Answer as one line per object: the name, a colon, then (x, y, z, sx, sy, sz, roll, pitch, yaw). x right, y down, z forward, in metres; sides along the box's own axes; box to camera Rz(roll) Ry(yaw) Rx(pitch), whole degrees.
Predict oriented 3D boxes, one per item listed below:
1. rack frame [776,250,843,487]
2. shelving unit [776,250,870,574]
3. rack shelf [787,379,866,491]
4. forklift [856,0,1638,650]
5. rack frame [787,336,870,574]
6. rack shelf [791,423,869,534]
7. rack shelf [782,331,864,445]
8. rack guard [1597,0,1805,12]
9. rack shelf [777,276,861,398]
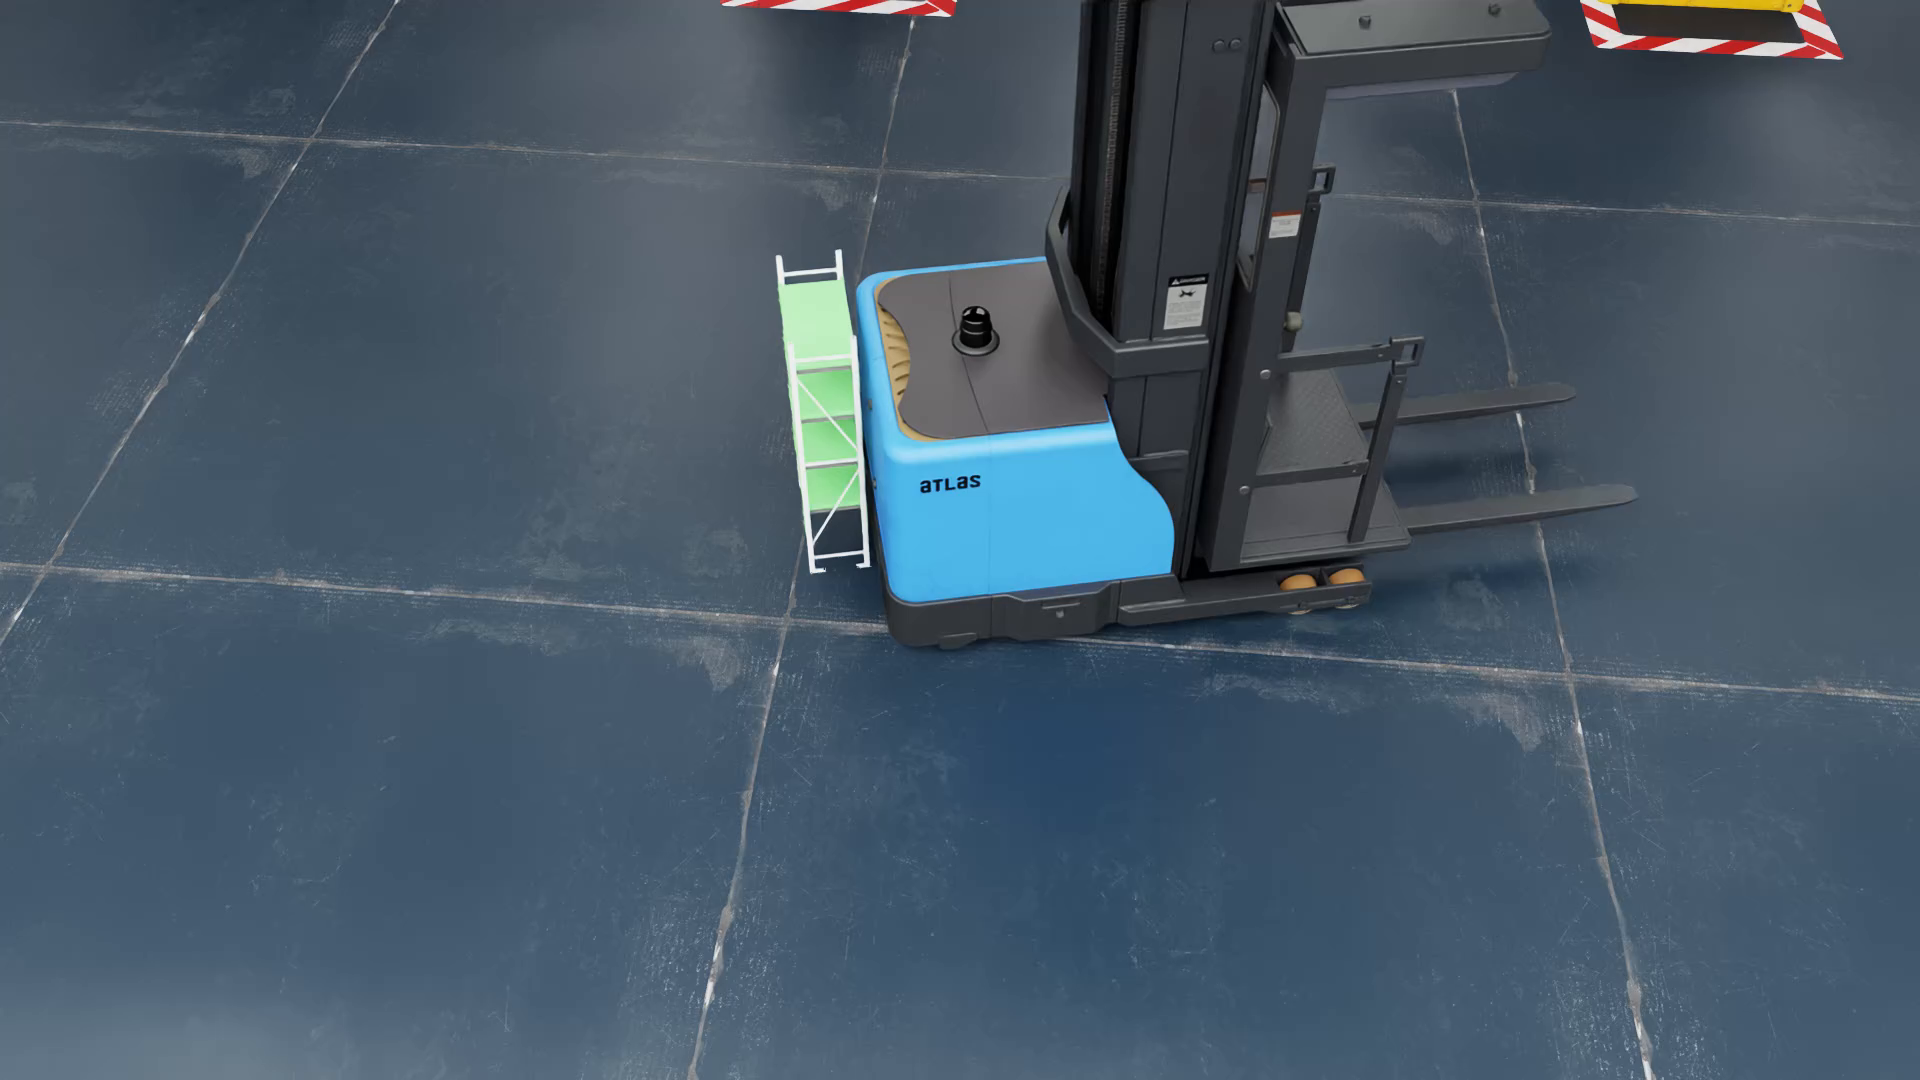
rack frame: (-0.556, -0.646, 6.553, 0.240, 1.200, 0.015, -7, 48, -6)
shelving unit: (-0.519, -0.468, 6.391, 0.258, 1.200, 0.503, -7, 48, -6)
rack shelf: (-0.519, -0.425, 6.438, 0.258, 0.148, 0.480, -7, 48, -6)
forklift: (1.158, -1.079, 5.777, 3.031, 2.935, 1.130, -7, 48, -6)
rack frame: (-0.481, -0.290, 6.228, 0.240, 1.200, 0.015, -7, 48, -6)
rack shelf: (-0.519, -0.263, 6.615, 0.258, 0.148, 0.480, -7, 48, -6)
rack shelf: (-0.519, -0.586, 6.261, 0.258, 0.148, 0.480, -7, 48, -6)
rack guard: (4.276, -3.359, 9.510, 1.175, 0.500, 0.348, 4, 48, 4)
rack shelf: (-0.519, -0.748, 6.083, 0.258, 0.148, 0.480, -7, 48, -6)
